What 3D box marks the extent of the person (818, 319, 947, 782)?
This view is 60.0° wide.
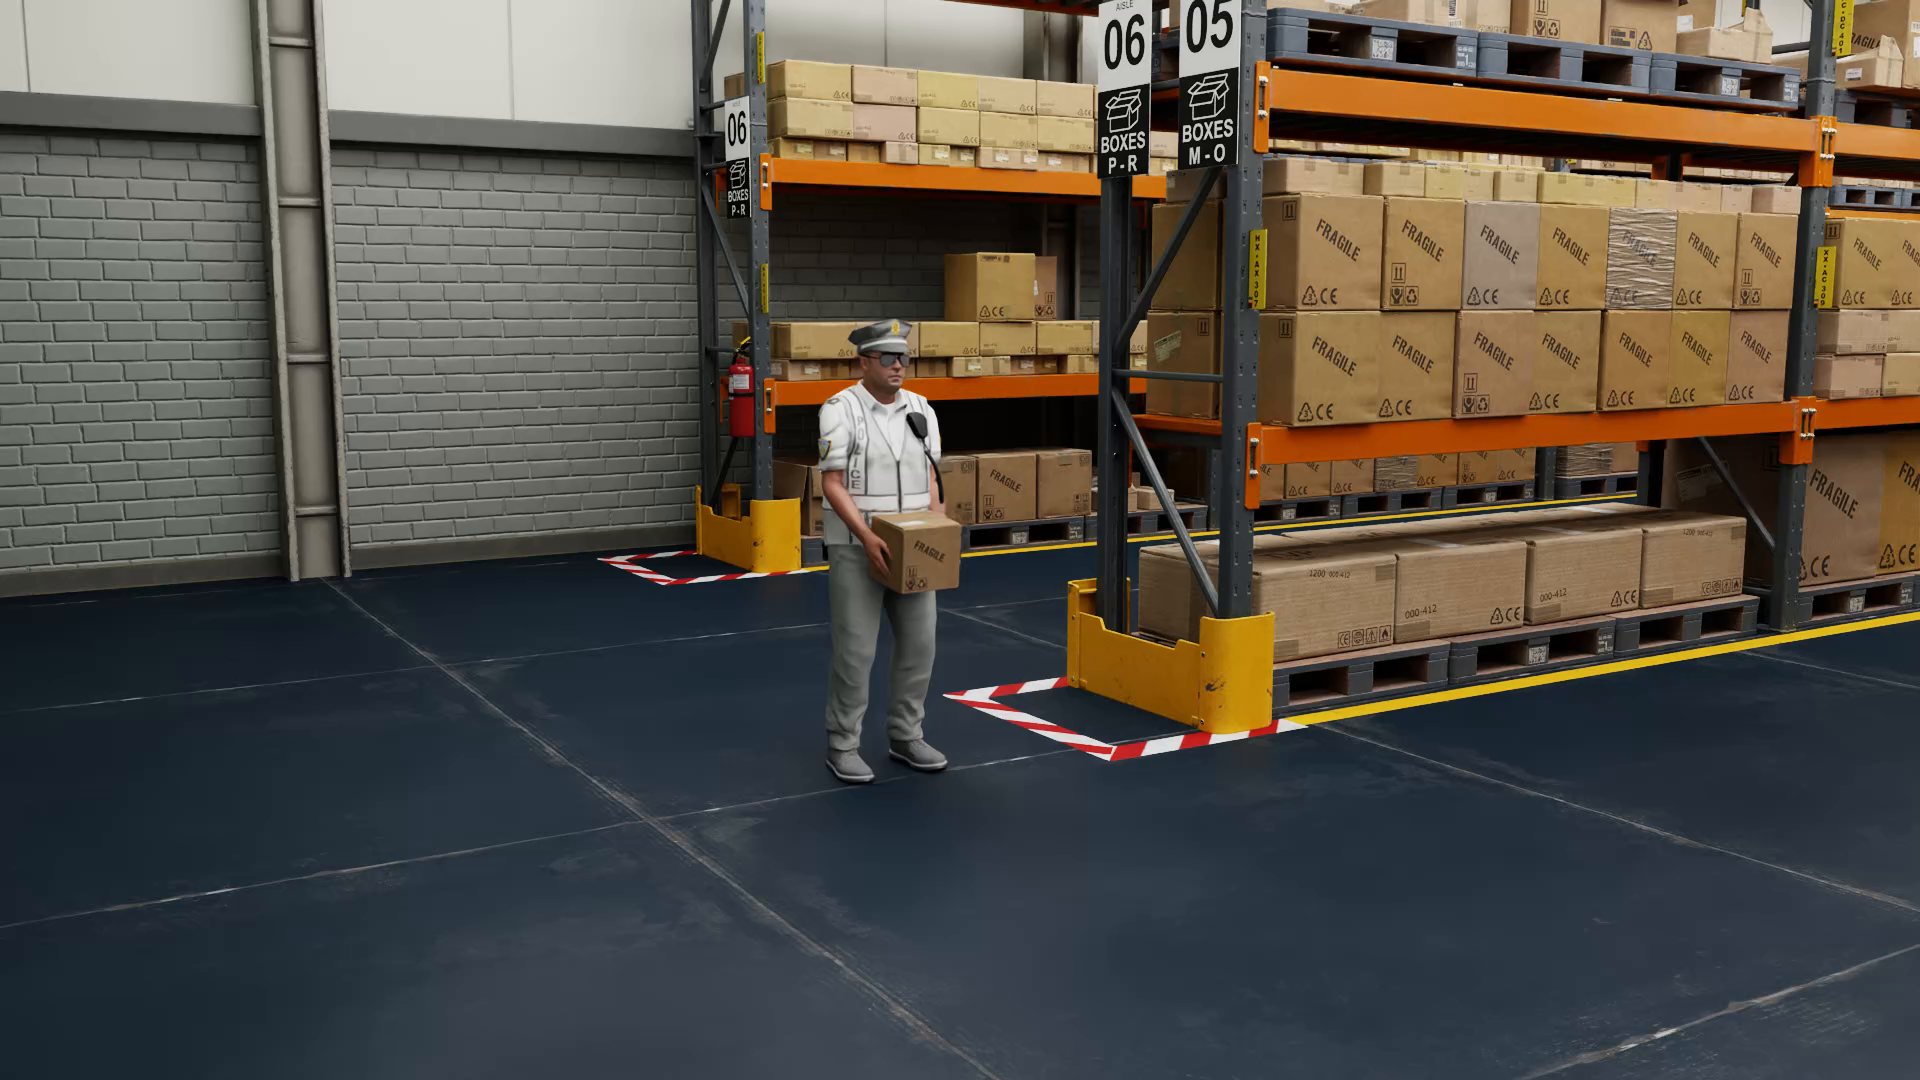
[{"bbox_3d":[-0.278,0.030,6.493,0.530,1.772,0.512,-5,9,-31],"label":"person"}]
